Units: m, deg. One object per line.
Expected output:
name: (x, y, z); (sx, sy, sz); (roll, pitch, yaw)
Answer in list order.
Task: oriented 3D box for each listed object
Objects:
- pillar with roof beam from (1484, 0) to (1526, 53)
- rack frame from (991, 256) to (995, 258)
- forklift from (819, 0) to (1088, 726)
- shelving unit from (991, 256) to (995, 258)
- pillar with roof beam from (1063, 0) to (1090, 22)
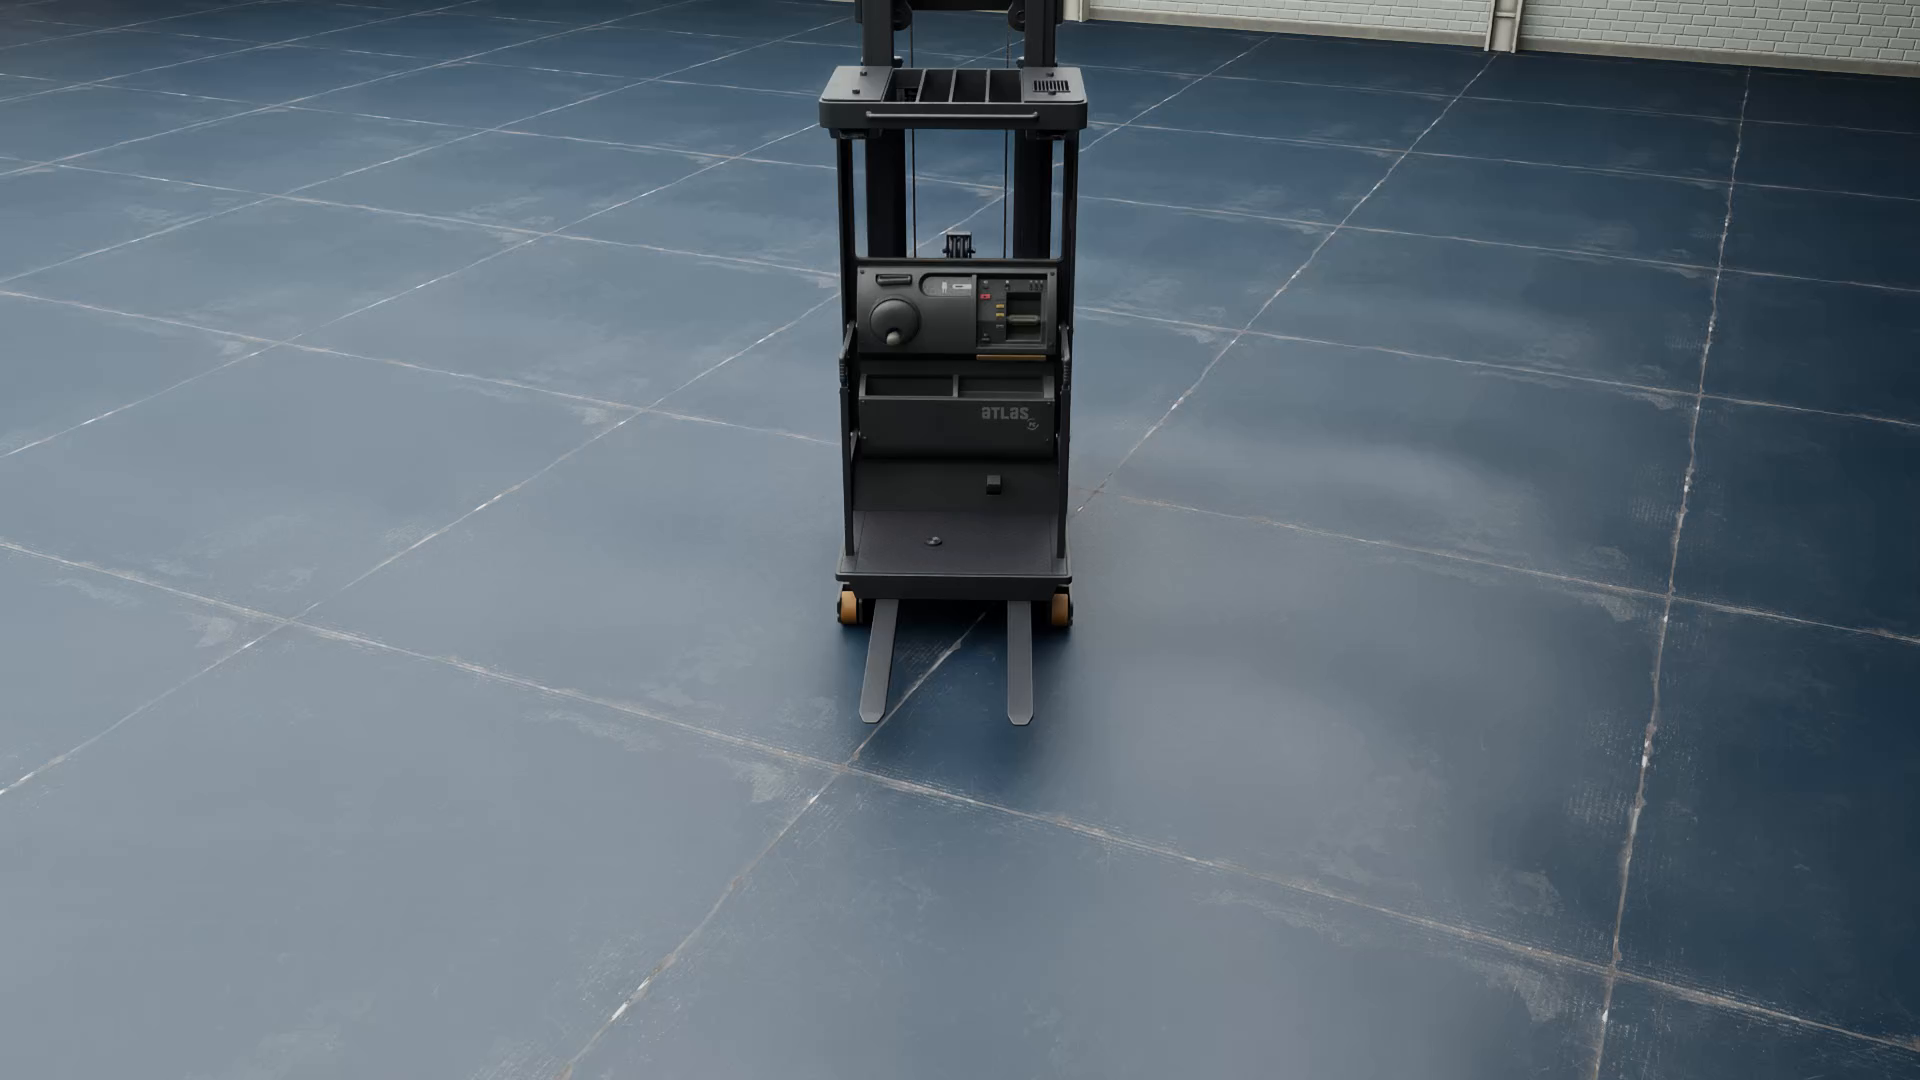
pillar with roof beam: (5.317, -8.735, 16.305); (0.400, 9.000, 9.100); (11, 28, 22)
rack frame: (0.292, -1.038, 9.499); (0.240, 1.200, 0.006); (-1, 26, -2)
forklift: (-0.017, -1.040, 7.544); (1.130, 2.935, 3.031); (1, 26, 1)
shelving unit: (0.296, -0.998, 9.417); (0.258, 1.200, 0.189); (-1, 26, -2)
pillar with roof beam: (-0.144, -9.832, 18.533); (0.400, 9.000, 9.100); (11, 28, 22)
